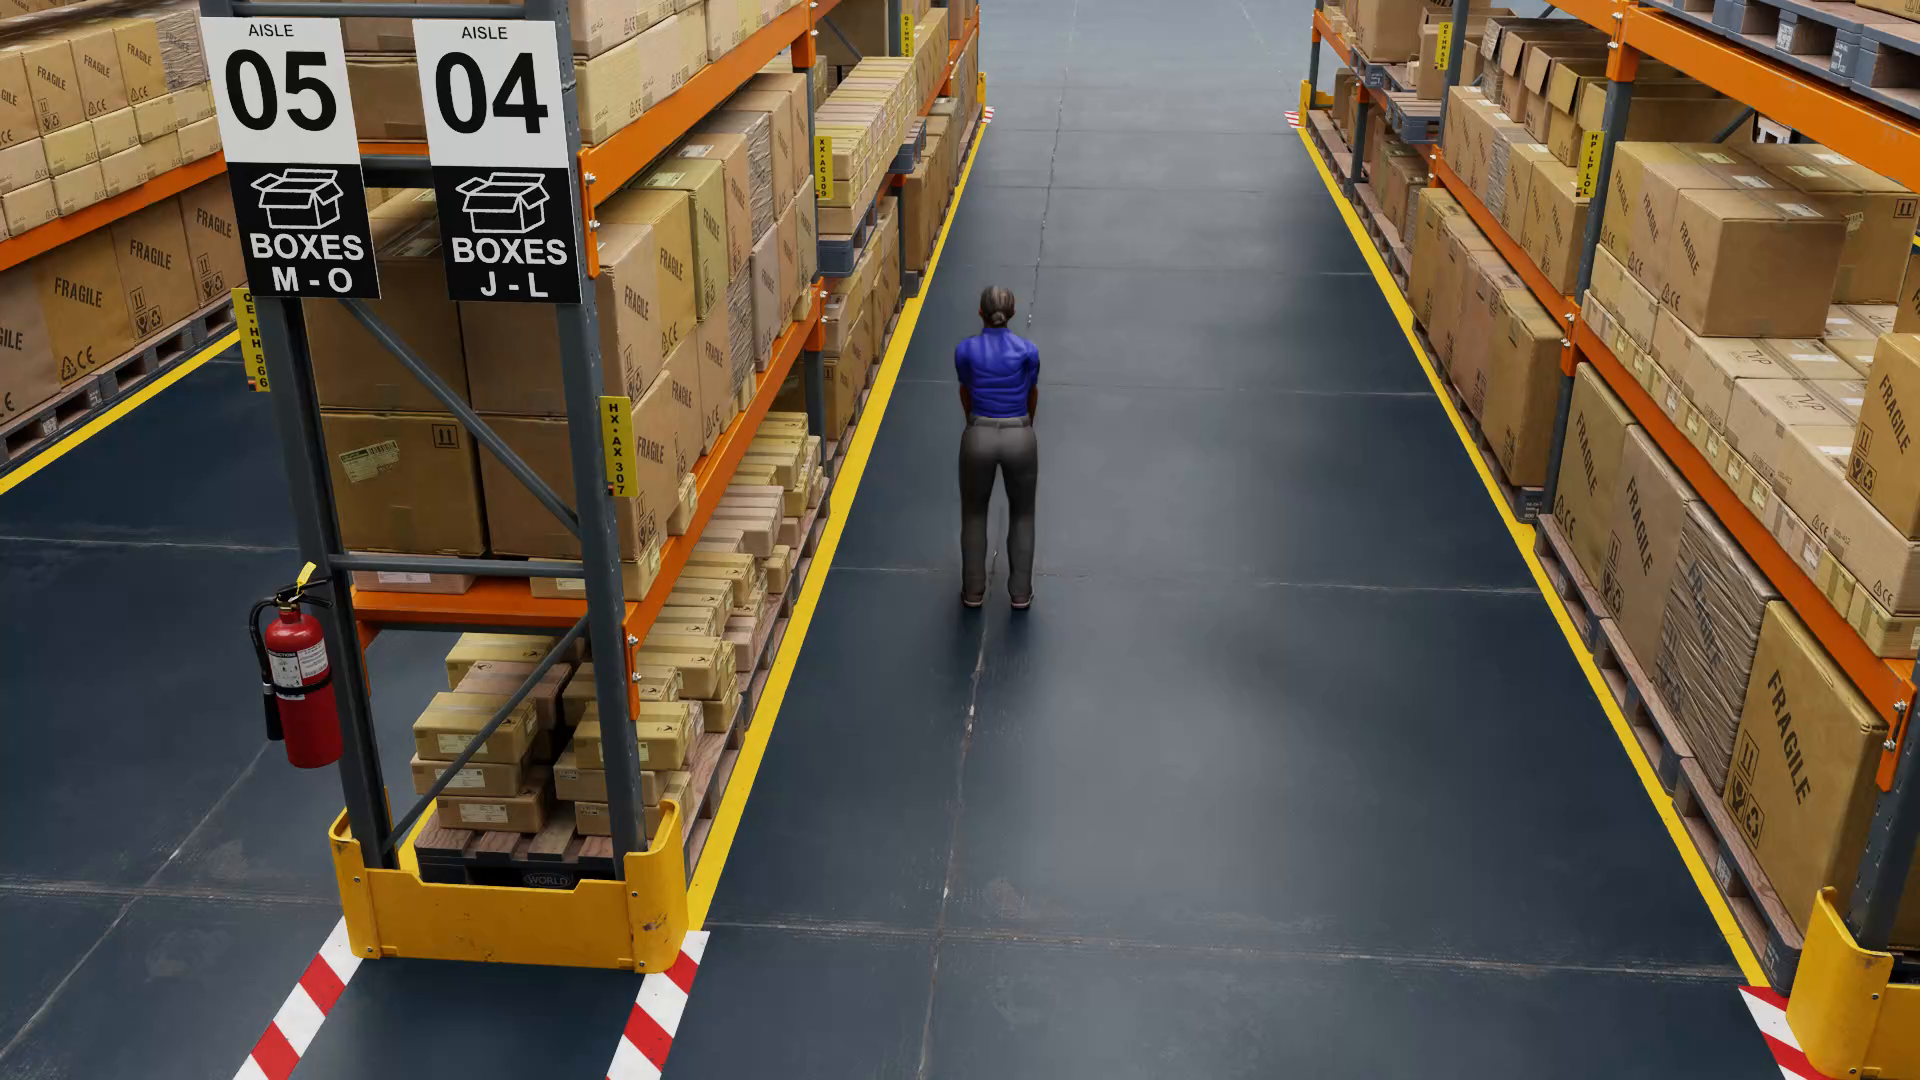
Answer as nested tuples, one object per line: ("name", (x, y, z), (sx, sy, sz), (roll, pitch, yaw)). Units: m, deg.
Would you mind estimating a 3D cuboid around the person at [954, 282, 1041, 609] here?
("person", (0.181, -0.481, 8.173), (0.413, 1.655, 0.516), (1, 25, 3))
